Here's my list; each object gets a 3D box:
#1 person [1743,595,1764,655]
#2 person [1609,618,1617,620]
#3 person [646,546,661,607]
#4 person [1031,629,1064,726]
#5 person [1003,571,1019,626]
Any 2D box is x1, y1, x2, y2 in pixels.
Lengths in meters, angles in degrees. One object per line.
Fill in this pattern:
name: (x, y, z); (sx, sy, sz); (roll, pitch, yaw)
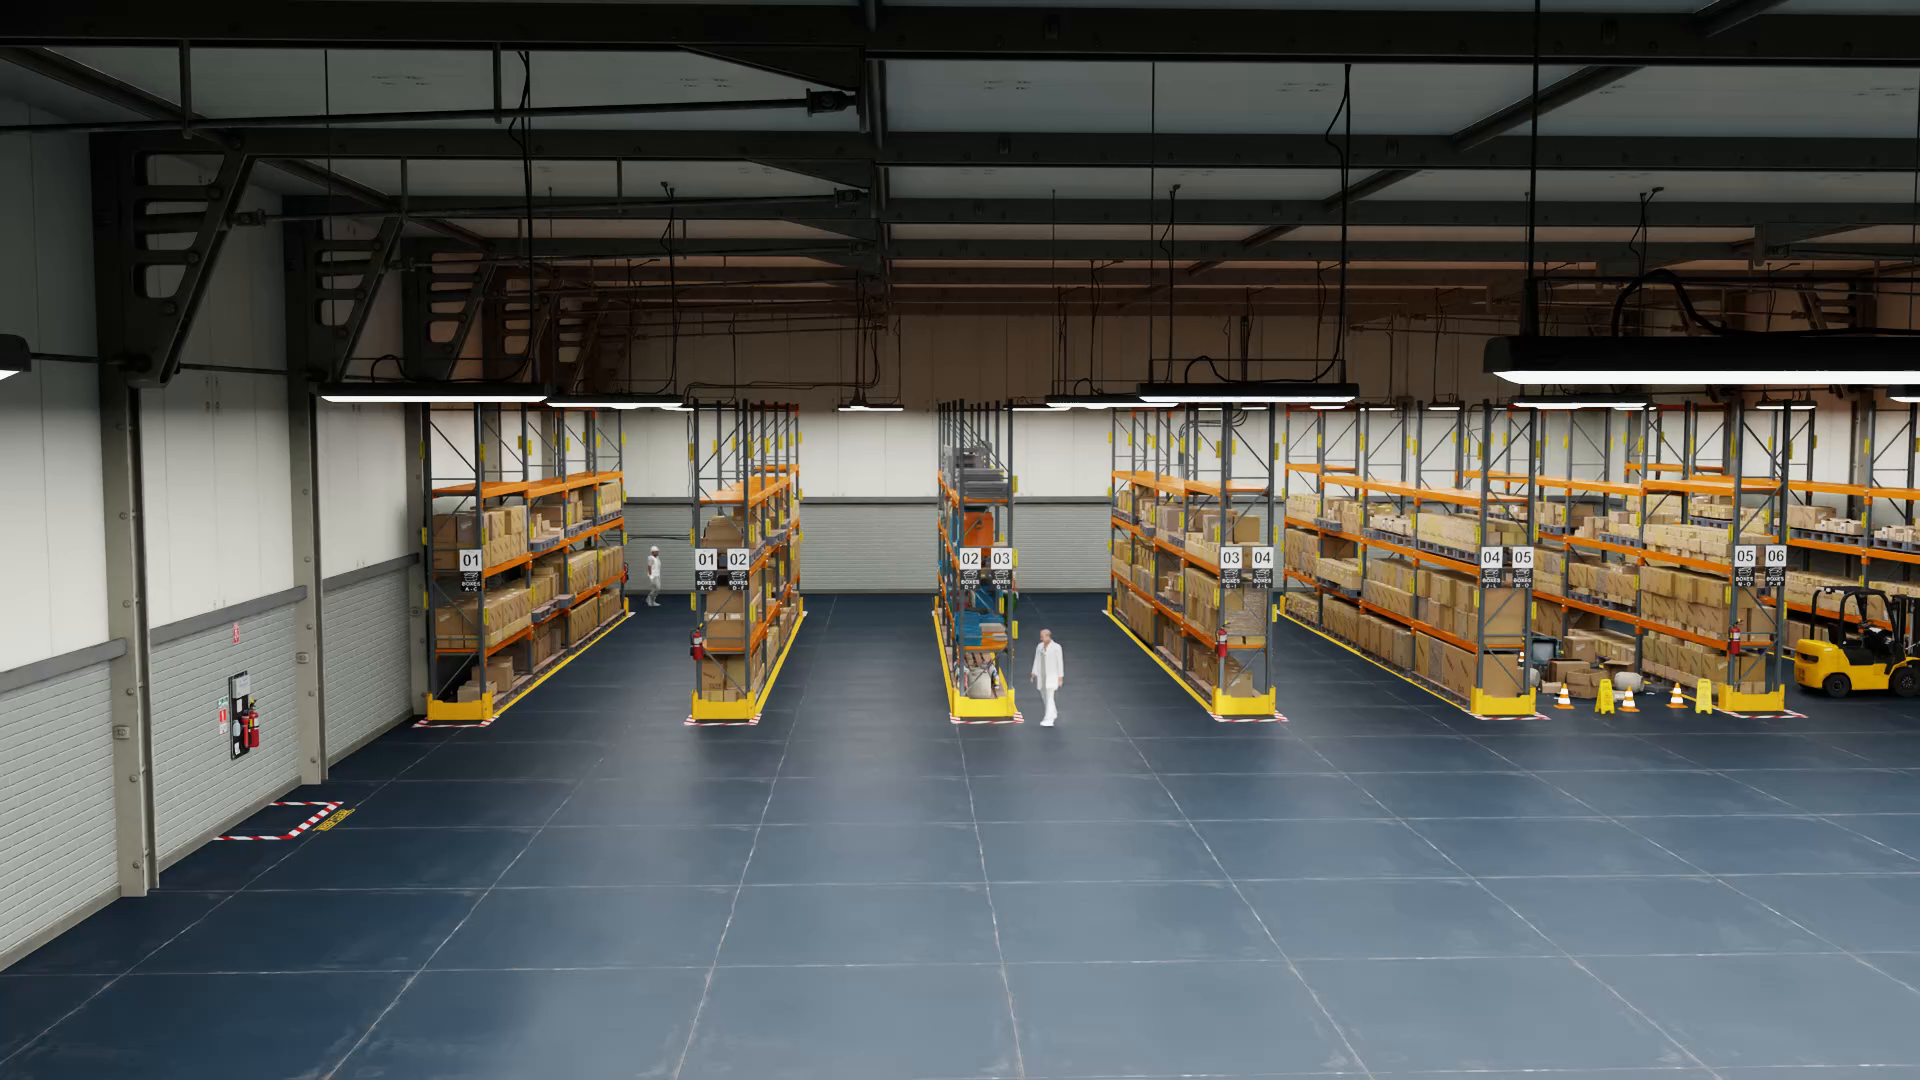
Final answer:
person: (18.476, 1.997, 38.642); (0.500, 1.689, 0.569); (-1, 5, -18)
person: (17.837, 1.400, 45.999); (0.462, 1.645, 0.836); (-3, 5, -36)
person: (-9.073, 1.077, 49.230); (0.455, 1.782, 0.585); (0, 4, 0)
person: (1.600, 2.518, 30.698); (0.612, 1.743, 0.886); (4, 6, 41)
person: (1.281, 1.433, 44.799); (0.587, 1.787, 0.547); (3, 5, 32)
